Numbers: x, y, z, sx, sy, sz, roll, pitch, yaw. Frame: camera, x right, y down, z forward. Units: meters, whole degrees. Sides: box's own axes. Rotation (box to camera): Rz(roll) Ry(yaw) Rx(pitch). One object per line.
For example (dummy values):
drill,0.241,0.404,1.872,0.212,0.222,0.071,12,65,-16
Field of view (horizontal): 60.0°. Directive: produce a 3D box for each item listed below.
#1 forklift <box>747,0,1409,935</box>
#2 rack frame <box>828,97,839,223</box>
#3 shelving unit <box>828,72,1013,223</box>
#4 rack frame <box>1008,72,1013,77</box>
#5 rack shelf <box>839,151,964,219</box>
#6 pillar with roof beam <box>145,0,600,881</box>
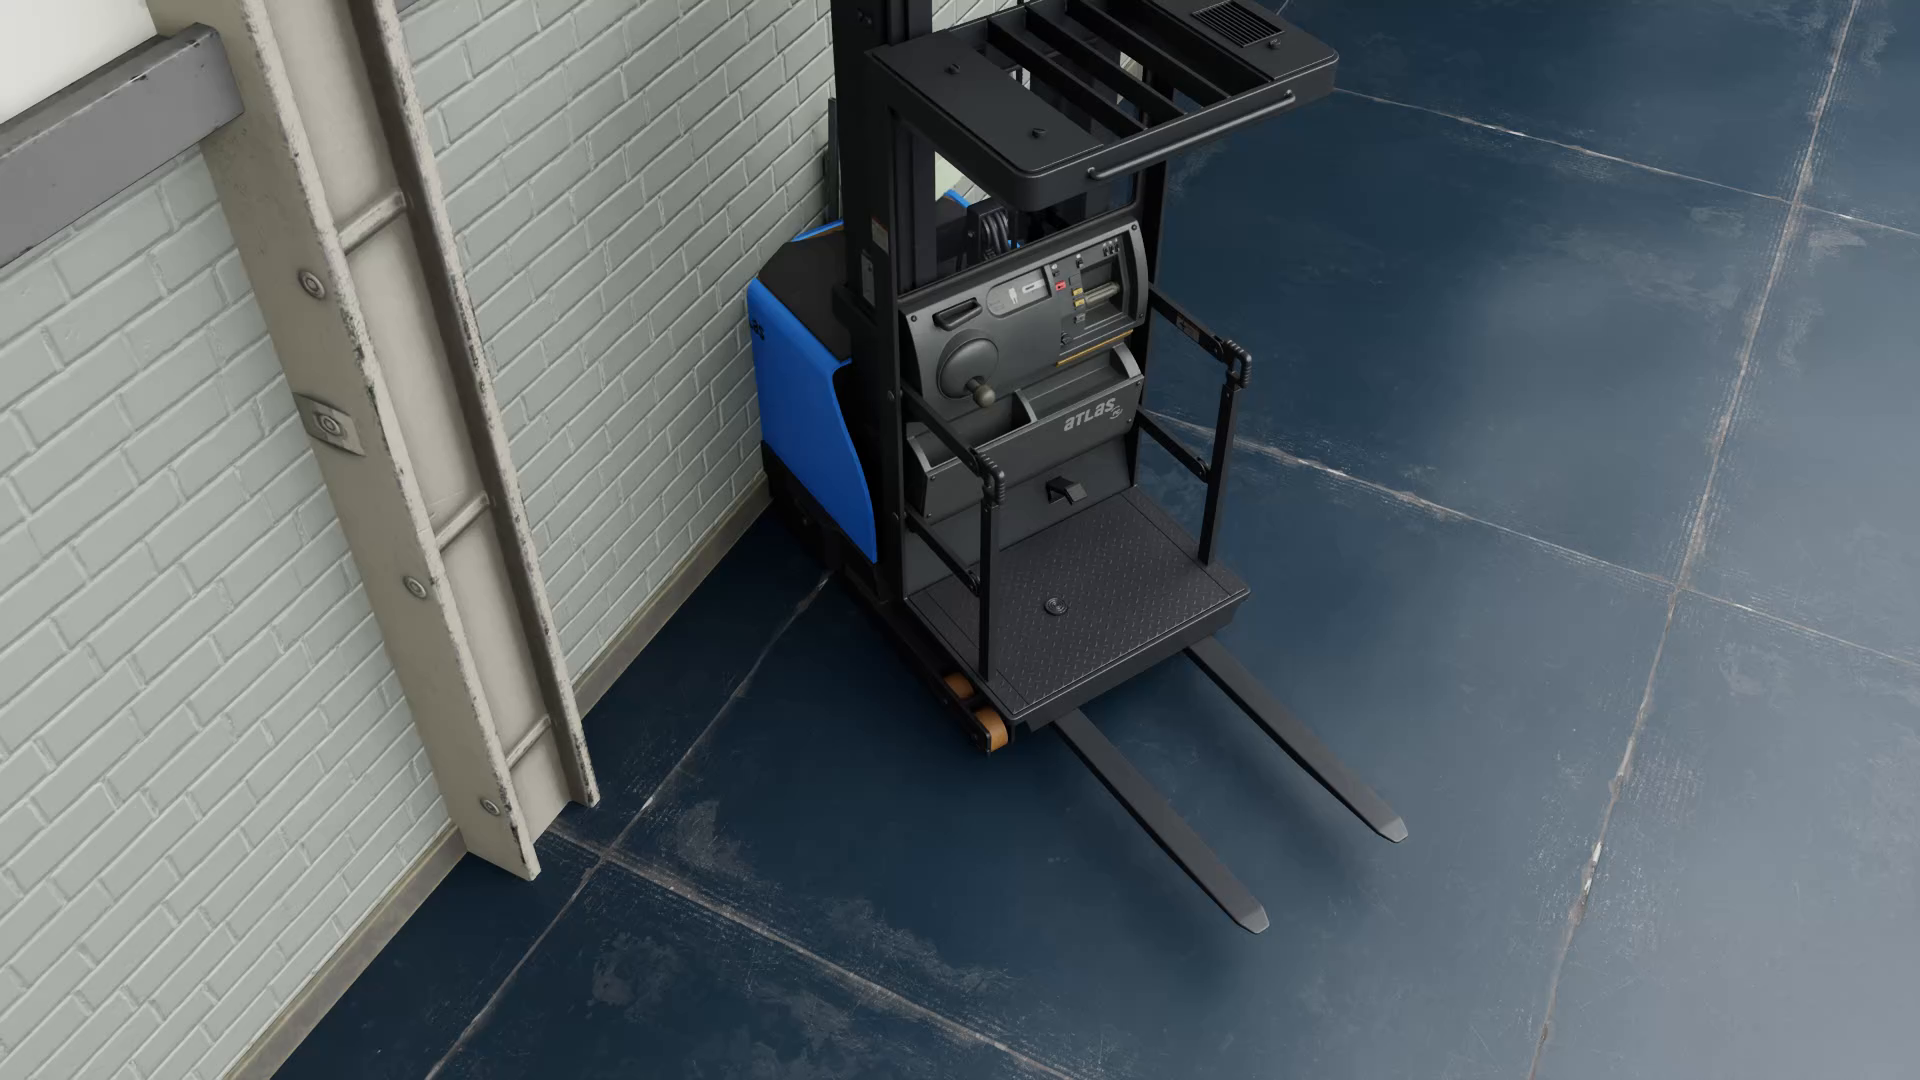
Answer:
forklift,0.354,-0.660,5.341,1.130,2.935,3.031,-26,51,-23
rack frame,-0.343,-1.002,6.587,0.400,1.500,0.023,20,43,19
shelving unit,-0.174,-1.206,6.840,0.431,1.500,0.755,20,43,19
rack frame,-0.005,-1.409,7.093,0.400,1.500,0.023,20,43,19
rack shelf,-0.155,-1.503,6.589,0.431,0.370,0.720,20,43,19
pillar with roof beam,2.323,-0.764,1.178,9.100,9.000,0.400,20,49,19
